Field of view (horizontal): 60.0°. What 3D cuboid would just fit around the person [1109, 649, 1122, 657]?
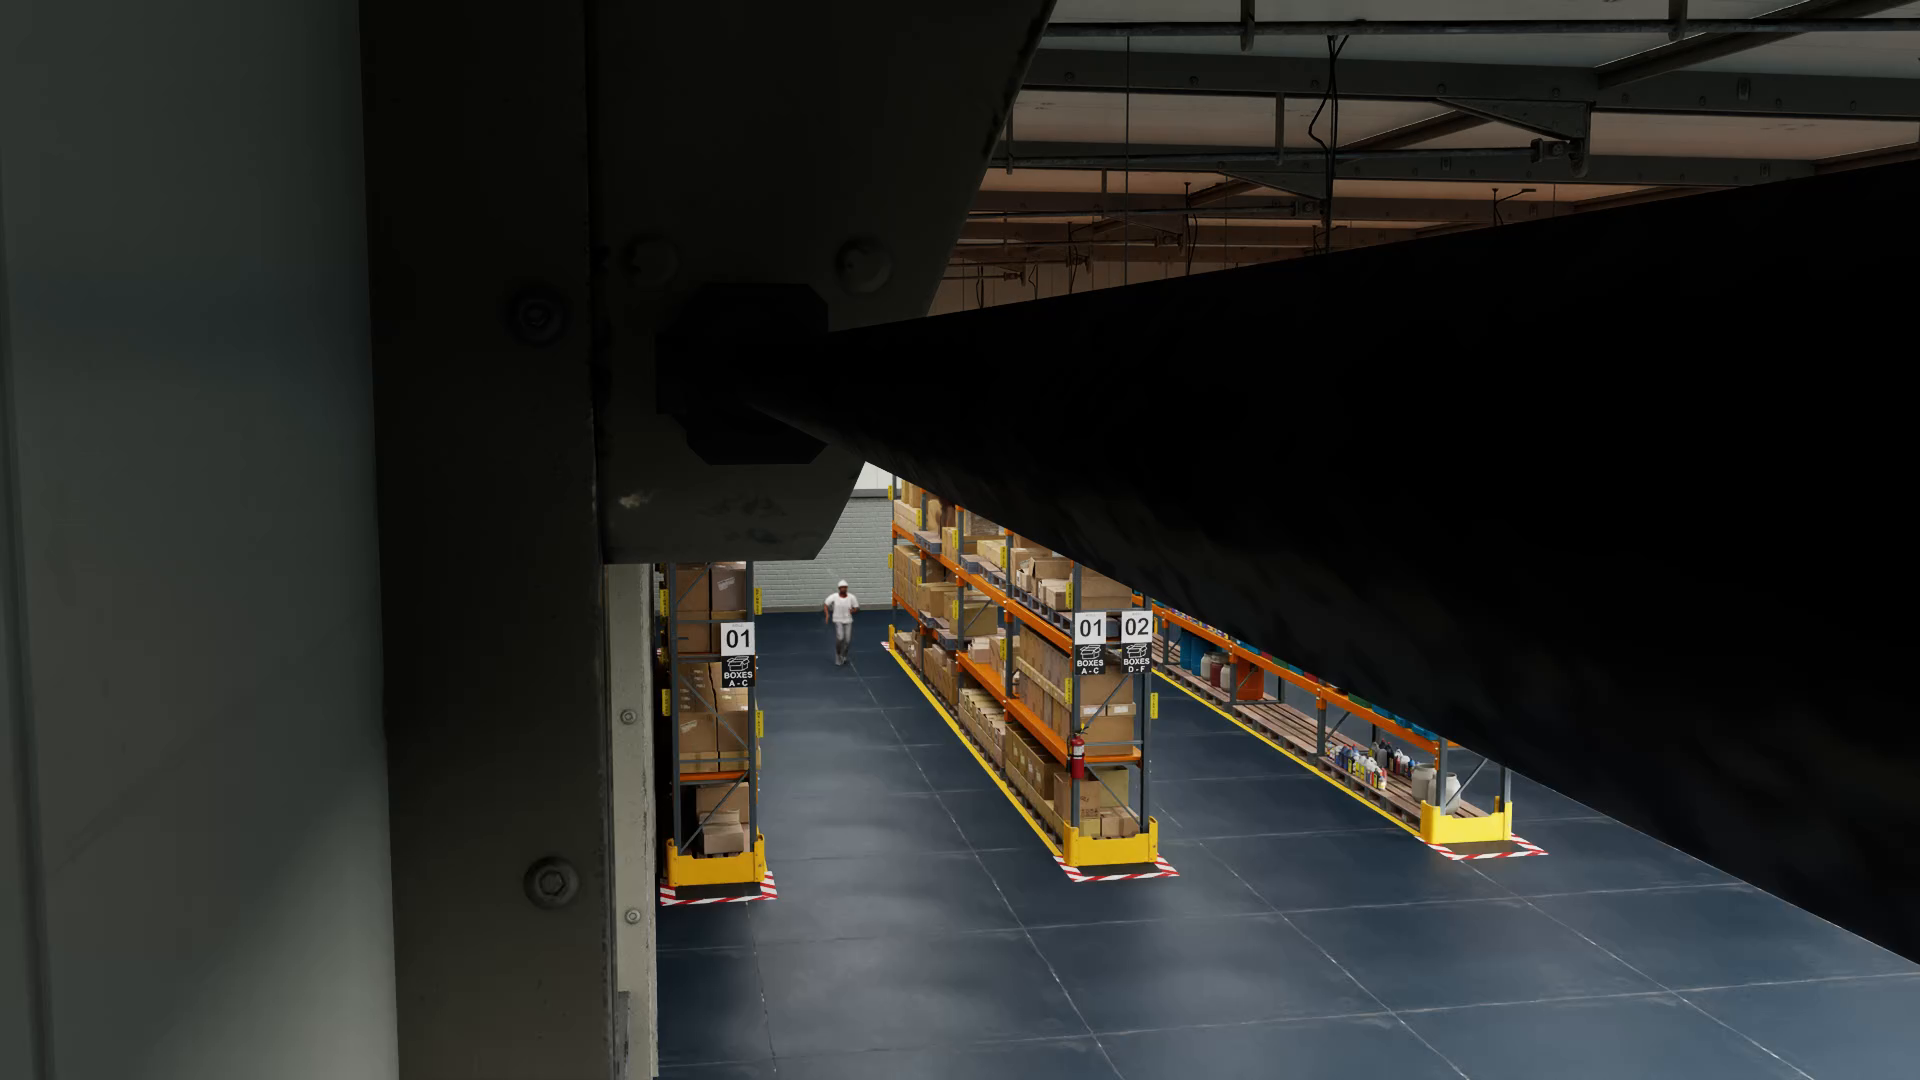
[{"bbox_3d":[2.917,2.373,29.638,0.666,1.554,1.174,0,6,1],"label":"person"}]

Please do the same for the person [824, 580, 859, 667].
[{"bbox_3d":[-2.429,1.731,34.491,0.682,1.789,0.723,-2,6,-17],"label":"person"}]
